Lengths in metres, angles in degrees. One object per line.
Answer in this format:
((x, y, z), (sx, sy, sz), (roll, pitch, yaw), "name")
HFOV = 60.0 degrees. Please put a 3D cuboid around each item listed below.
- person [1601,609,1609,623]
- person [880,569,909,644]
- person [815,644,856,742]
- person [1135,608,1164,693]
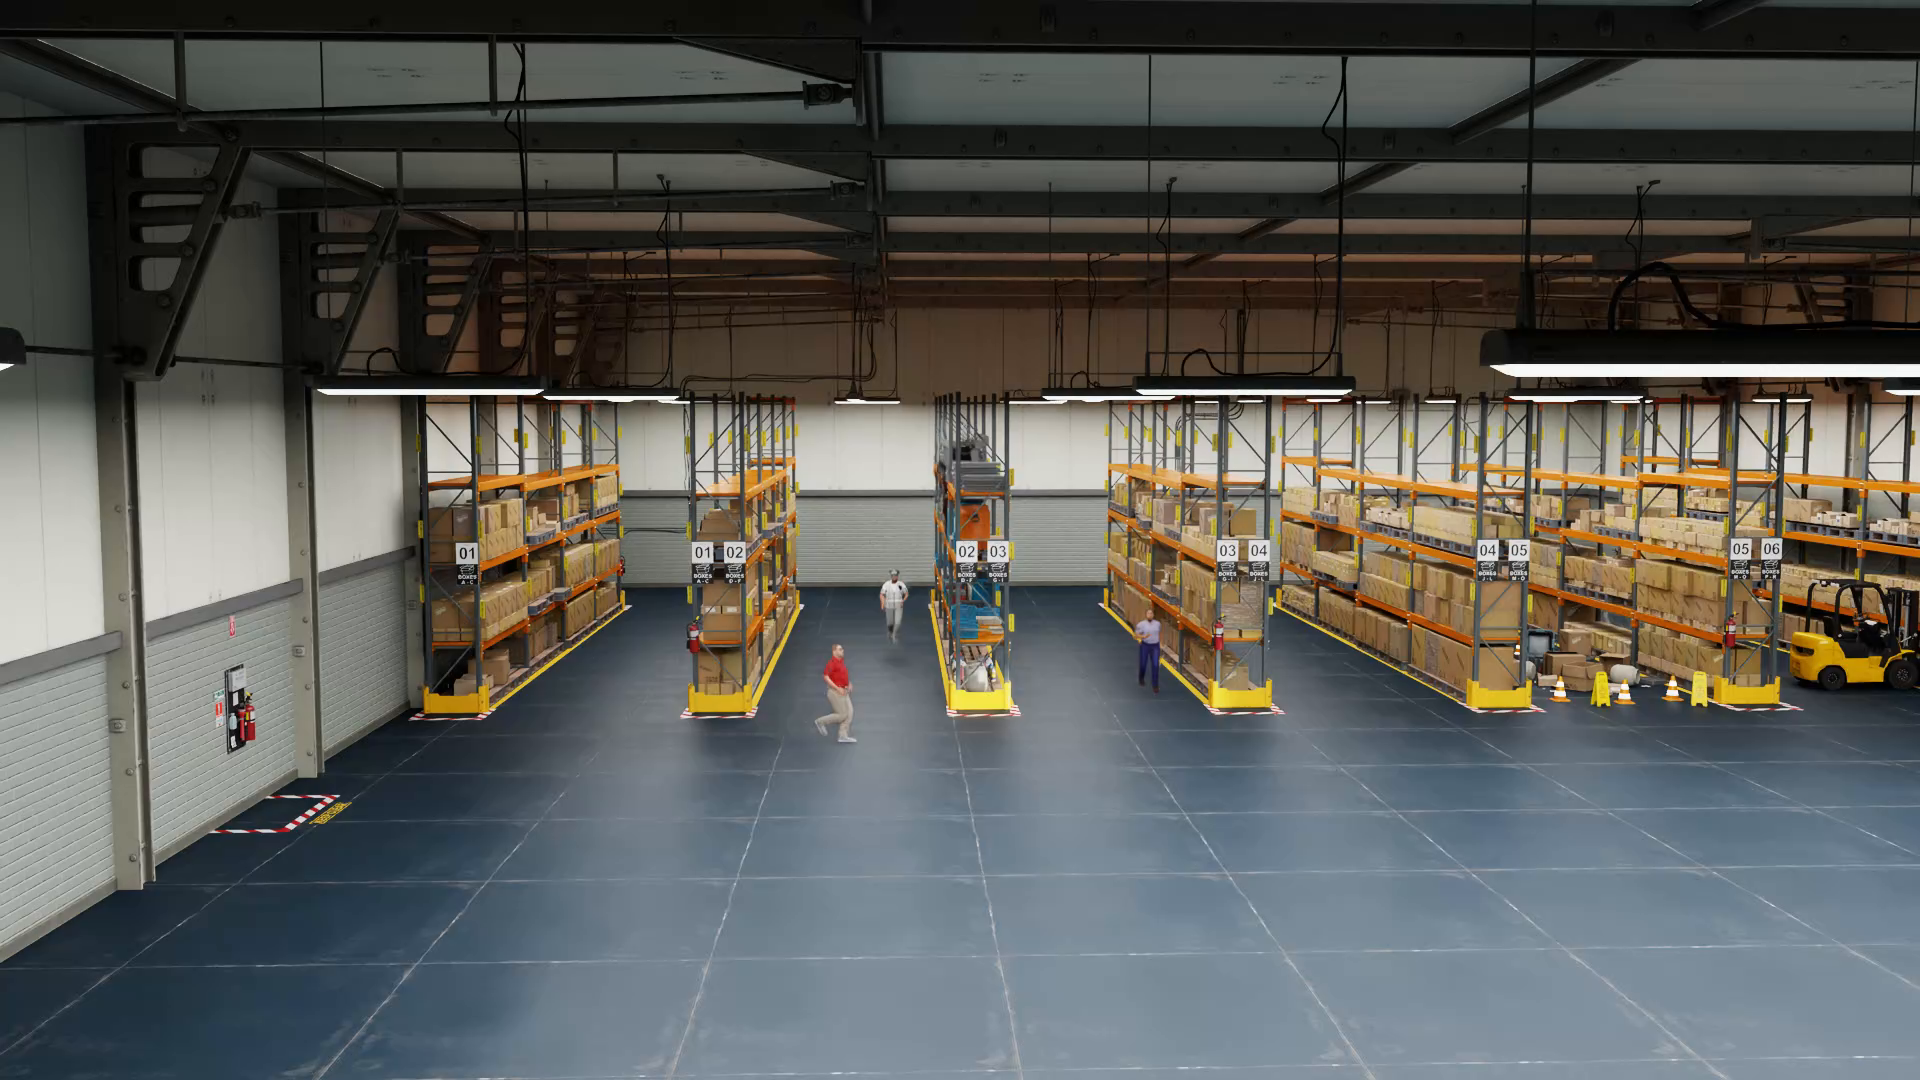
((16.361, 1.433, 42.727), (0.605, 1.691, 0.930), (-1, 5, -8), "person")
((-1.512, 1.520, 38.362), (0.672, 1.715, 0.598), (0, 5, -3), "person")
((-2.109, 2.611, 28.344), (0.706, 1.678, 0.680), (1, 5, 12), "person")
((3.773, 2.185, 33.080), (0.607, 1.607, 0.941), (0, 5, -3), "person")
